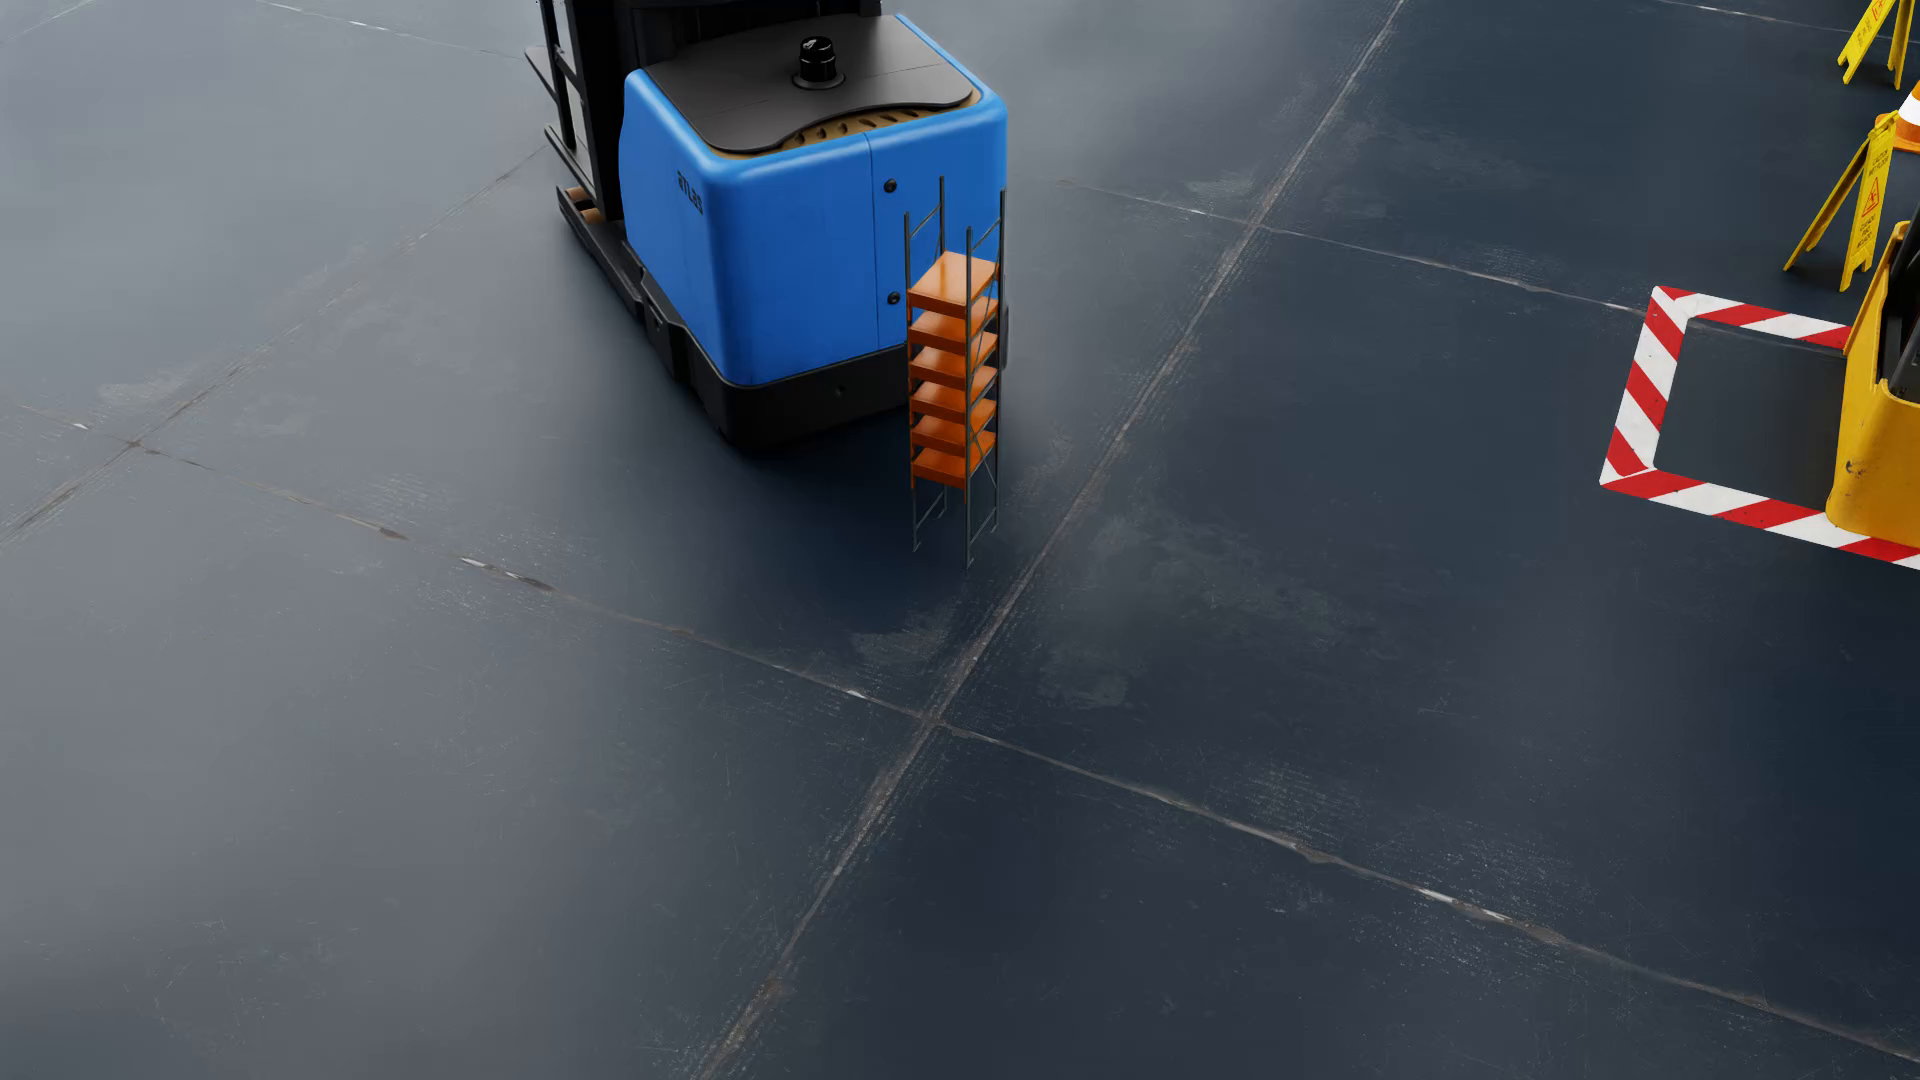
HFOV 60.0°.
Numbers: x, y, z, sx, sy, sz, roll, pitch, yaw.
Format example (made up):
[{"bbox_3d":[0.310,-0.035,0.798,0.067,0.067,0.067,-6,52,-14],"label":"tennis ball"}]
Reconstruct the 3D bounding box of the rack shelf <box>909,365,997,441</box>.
[{"bbox_3d":[-0.013,-0.424,4.891,0.180,0.103,0.258,17,44,19],"label":"rack shelf"}]

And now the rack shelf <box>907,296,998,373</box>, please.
[{"bbox_3d":[-0.013,-0.605,4.734,0.180,0.103,0.258,17,44,19],"label":"rack shelf"}]

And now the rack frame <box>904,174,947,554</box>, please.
[{"bbox_3d":[-0.096,-0.483,4.891,0.006,1.200,0.240,17,44,19],"label":"rack frame"}]

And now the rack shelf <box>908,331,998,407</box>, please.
[{"bbox_3d":[-0.013,-0.514,4.812,0.180,0.103,0.258,17,44,19],"label":"rack shelf"}]

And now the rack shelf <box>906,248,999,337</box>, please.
[{"bbox_3d":[-0.013,-0.696,4.655,0.180,0.103,0.258,17,44,19],"label":"rack shelf"}]

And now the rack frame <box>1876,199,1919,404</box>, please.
[{"bbox_3d":[3.093,-1.502,4.693,0.127,3.000,1.000,17,44,19],"label":"rack frame"}]

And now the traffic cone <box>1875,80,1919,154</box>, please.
[{"bbox_3d":[4.189,-1.943,7.138,0.334,0.463,0.336,17,44,19],"label":"traffic cone"}]

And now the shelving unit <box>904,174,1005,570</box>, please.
[{"bbox_3d":[-0.013,-0.457,4.862,0.189,1.200,0.258,17,44,19],"label":"shelving unit"}]

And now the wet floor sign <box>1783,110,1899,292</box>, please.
[{"bbox_3d":[3.373,-1.300,6.257,0.267,0.644,0.232,-33,51,-32],"label":"wet floor sign"}]

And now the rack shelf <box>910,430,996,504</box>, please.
[{"bbox_3d":[-0.013,-0.242,5.048,0.180,0.103,0.258,17,44,19],"label":"rack shelf"}]

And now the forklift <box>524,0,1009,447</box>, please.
[{"bbox_3d":[-0.958,-2.372,5.749,1.130,2.935,3.031,-19,44,-20],"label":"forklift"}]

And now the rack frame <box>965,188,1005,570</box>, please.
[{"bbox_3d":[0.070,-0.432,4.832,0.006,1.200,0.240,17,44,19],"label":"rack frame"}]

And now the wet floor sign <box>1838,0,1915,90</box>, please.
[{"bbox_3d":[4.230,-2.411,7.539,0.232,0.644,0.267,10,42,11],"label":"wet floor sign"}]

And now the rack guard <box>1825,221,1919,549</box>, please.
[{"bbox_3d":[3.161,-0.536,5.487,0.348,0.500,1.175,17,44,19],"label":"rack guard"}]

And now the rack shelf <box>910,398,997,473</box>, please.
[{"bbox_3d":[-0.013,-0.333,4.969,0.180,0.103,0.258,17,44,19],"label":"rack shelf"}]
